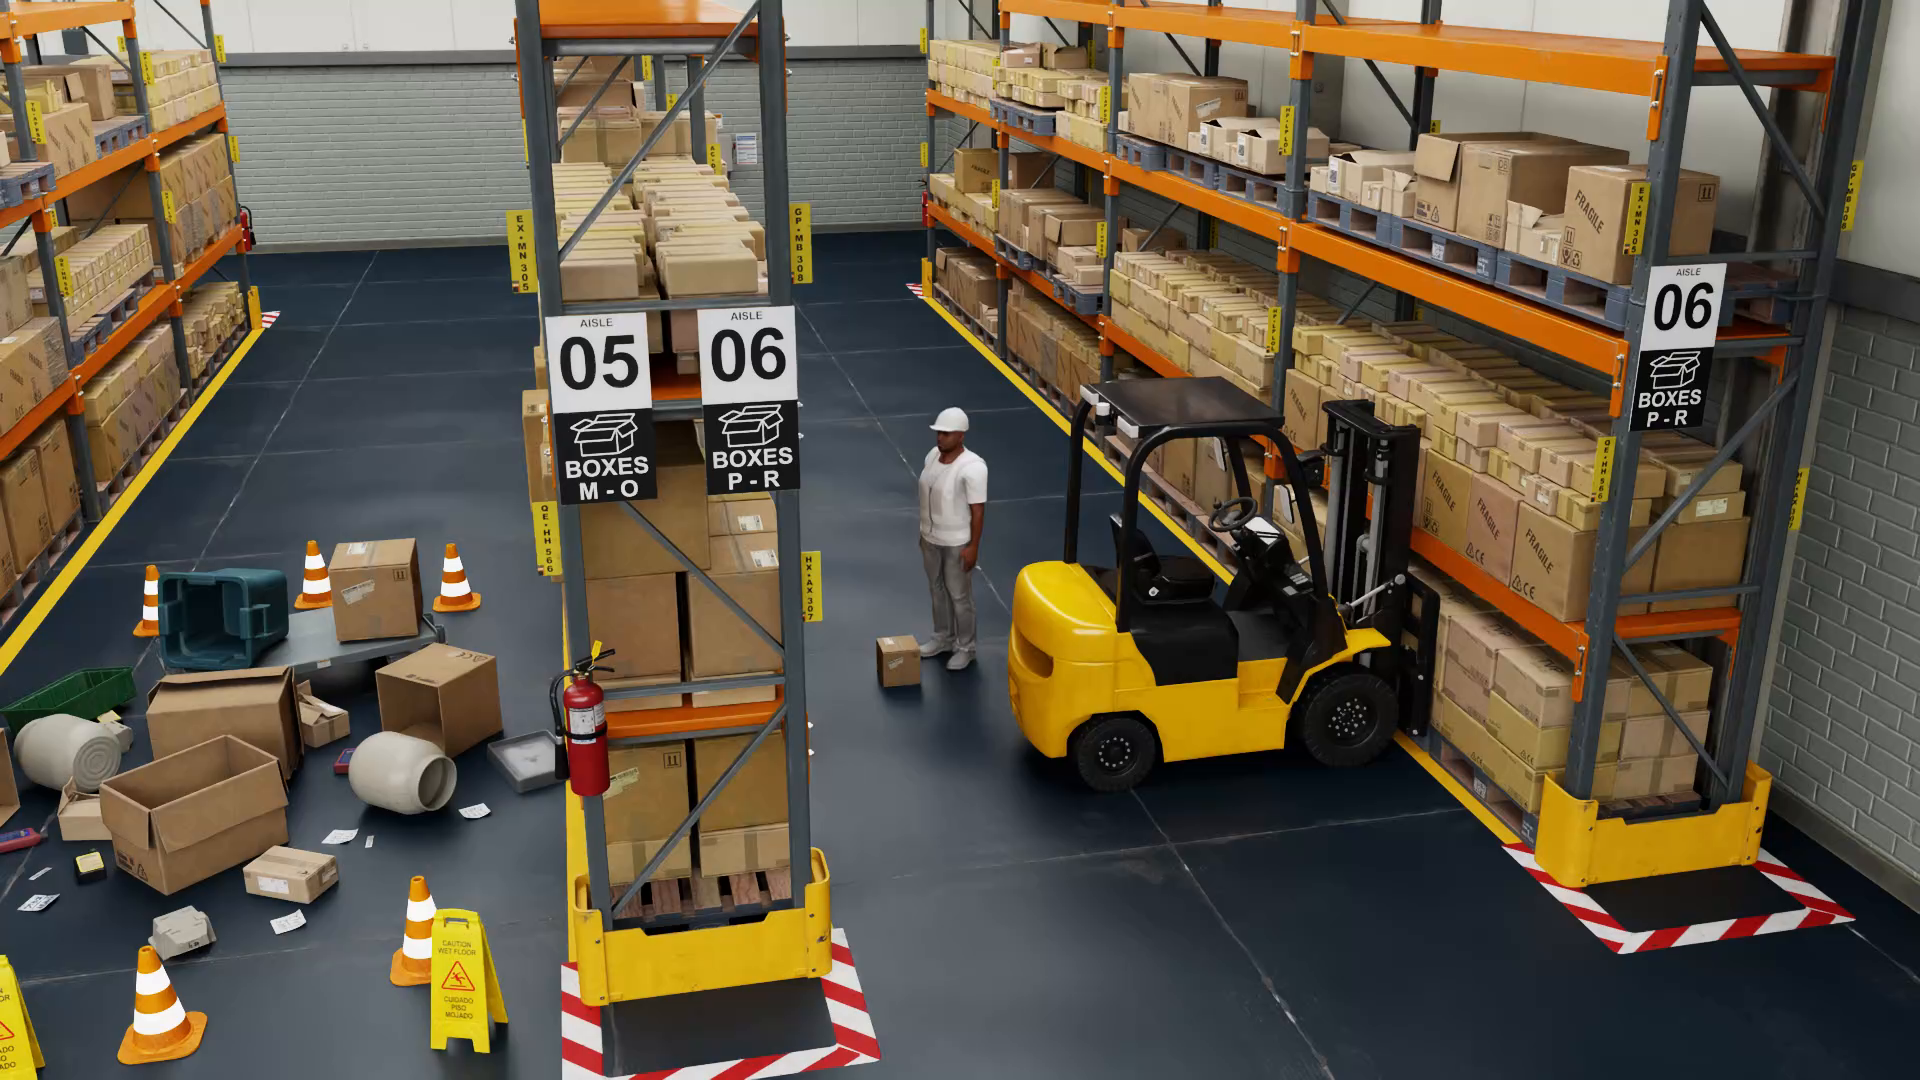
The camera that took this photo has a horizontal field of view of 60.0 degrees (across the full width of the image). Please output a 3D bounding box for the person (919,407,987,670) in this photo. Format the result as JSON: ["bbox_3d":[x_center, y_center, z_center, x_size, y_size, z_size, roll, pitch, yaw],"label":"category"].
[{"bbox_3d":[-0.067,-0.017,11.067,0.340,1.765,0.561,-16,25,-38],"label":"person"}]
